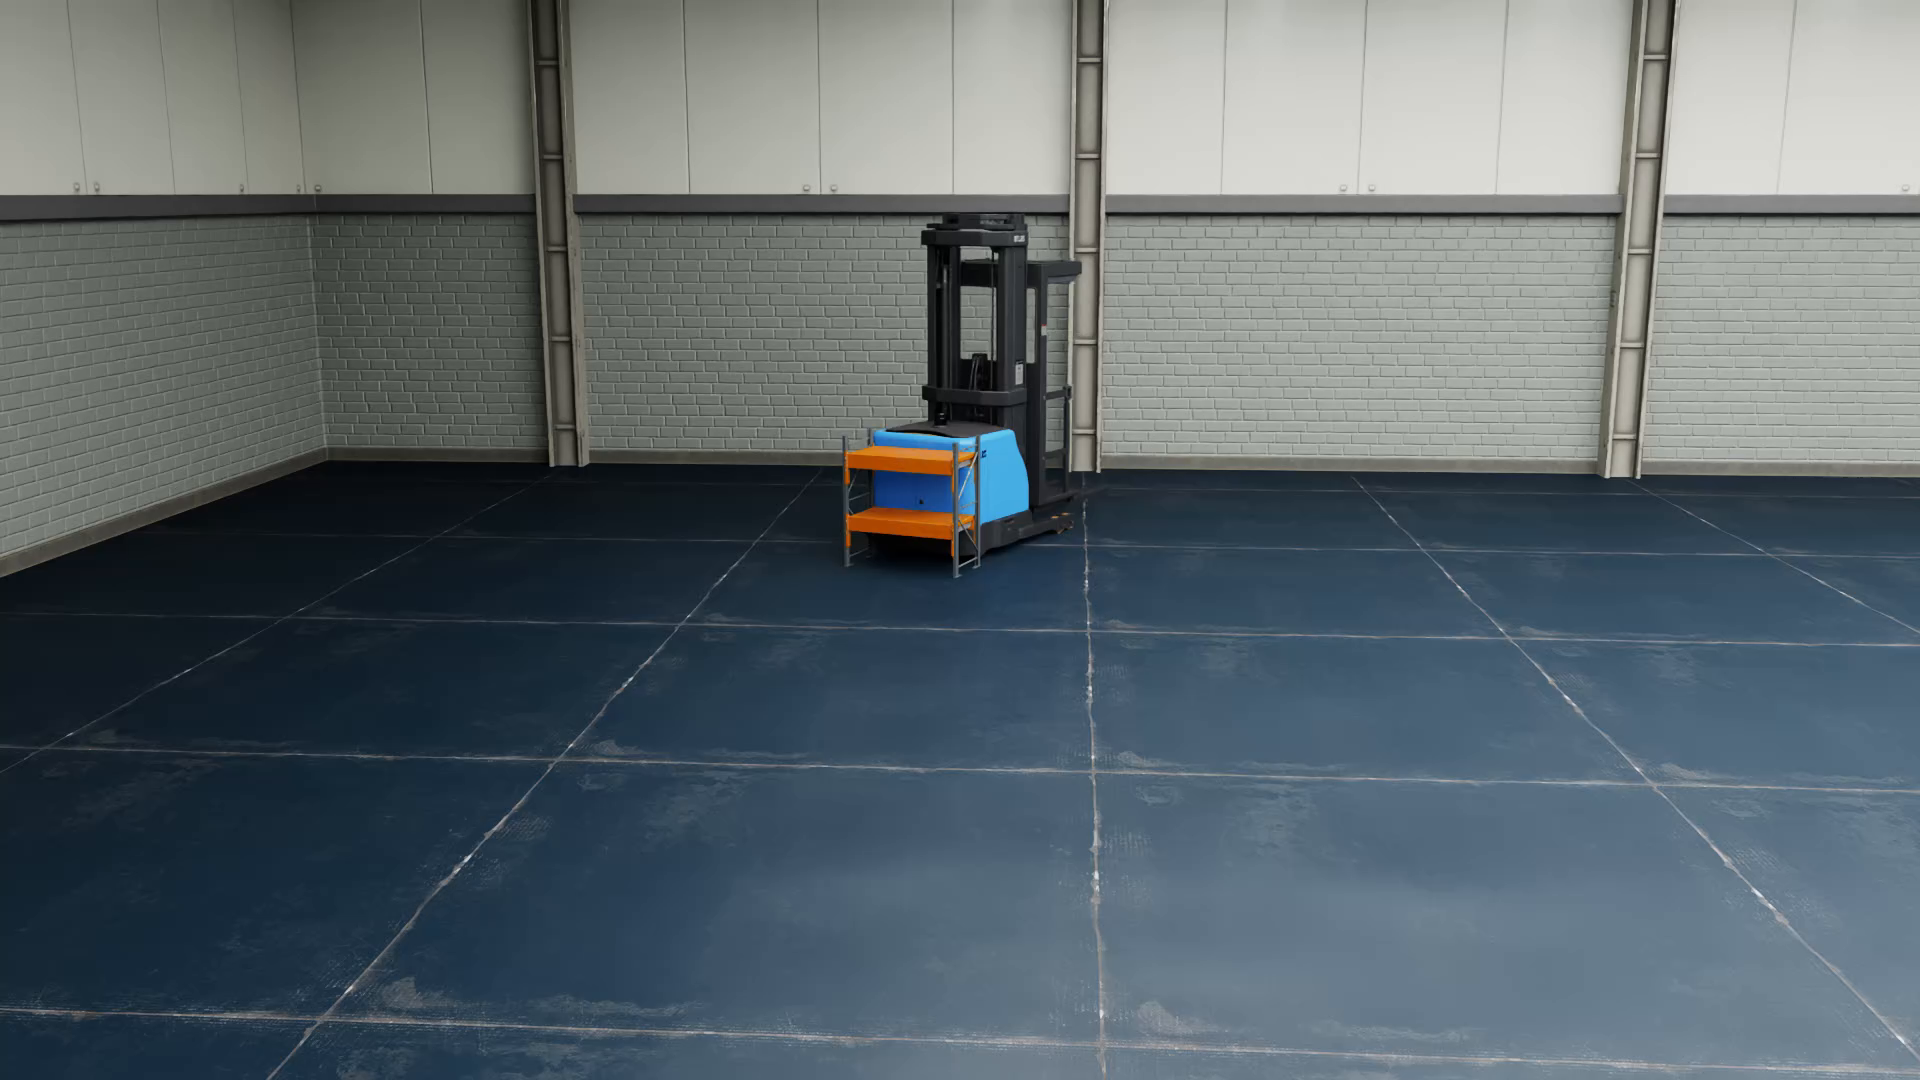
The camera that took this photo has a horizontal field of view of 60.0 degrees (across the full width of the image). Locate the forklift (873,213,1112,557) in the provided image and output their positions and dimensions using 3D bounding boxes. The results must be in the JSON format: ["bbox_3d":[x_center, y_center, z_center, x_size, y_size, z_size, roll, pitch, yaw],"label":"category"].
[{"bbox_3d":[0.437,-1.540,15.454,1.130,2.935,3.031,8,14,32],"label":"forklift"}]

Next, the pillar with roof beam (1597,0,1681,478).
[{"bbox_3d":[7.113,-4.246,13.570,0.400,9.000,9.100,1,12,4],"label":"pillar with roof beam"}]

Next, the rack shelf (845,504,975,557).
[{"bbox_3d":[-0.407,-0.087,14.115,1.000,0.278,0.538,5,13,23],"label":"rack shelf"}]

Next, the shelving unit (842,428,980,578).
[{"bbox_3d":[-0.407,-0.327,14.065,1.048,1.125,0.538,5,13,23],"label":"shelving unit"}]

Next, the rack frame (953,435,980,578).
[{"bbox_3d":[0.057,-0.284,13.862,0.032,1.125,0.500,5,13,23],"label":"rack frame"}]

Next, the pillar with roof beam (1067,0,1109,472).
[{"bbox_3d":[1.127,-4.328,13.963,0.400,9.000,9.100,1,12,4],"label":"pillar with roof beam"}]

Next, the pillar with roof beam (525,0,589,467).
[{"bbox_3d":[-4.860,-4.410,14.355,0.400,9.000,9.100,1,12,4],"label":"pillar with roof beam"}]

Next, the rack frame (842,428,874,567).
[{"bbox_3d":[-0.871,-0.369,14.267,0.032,1.125,0.500,5,13,23],"label":"rack frame"}]

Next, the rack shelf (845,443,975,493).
[{"bbox_3d":[-0.407,-0.613,14.005,1.000,0.278,0.538,5,13,23],"label":"rack shelf"}]
